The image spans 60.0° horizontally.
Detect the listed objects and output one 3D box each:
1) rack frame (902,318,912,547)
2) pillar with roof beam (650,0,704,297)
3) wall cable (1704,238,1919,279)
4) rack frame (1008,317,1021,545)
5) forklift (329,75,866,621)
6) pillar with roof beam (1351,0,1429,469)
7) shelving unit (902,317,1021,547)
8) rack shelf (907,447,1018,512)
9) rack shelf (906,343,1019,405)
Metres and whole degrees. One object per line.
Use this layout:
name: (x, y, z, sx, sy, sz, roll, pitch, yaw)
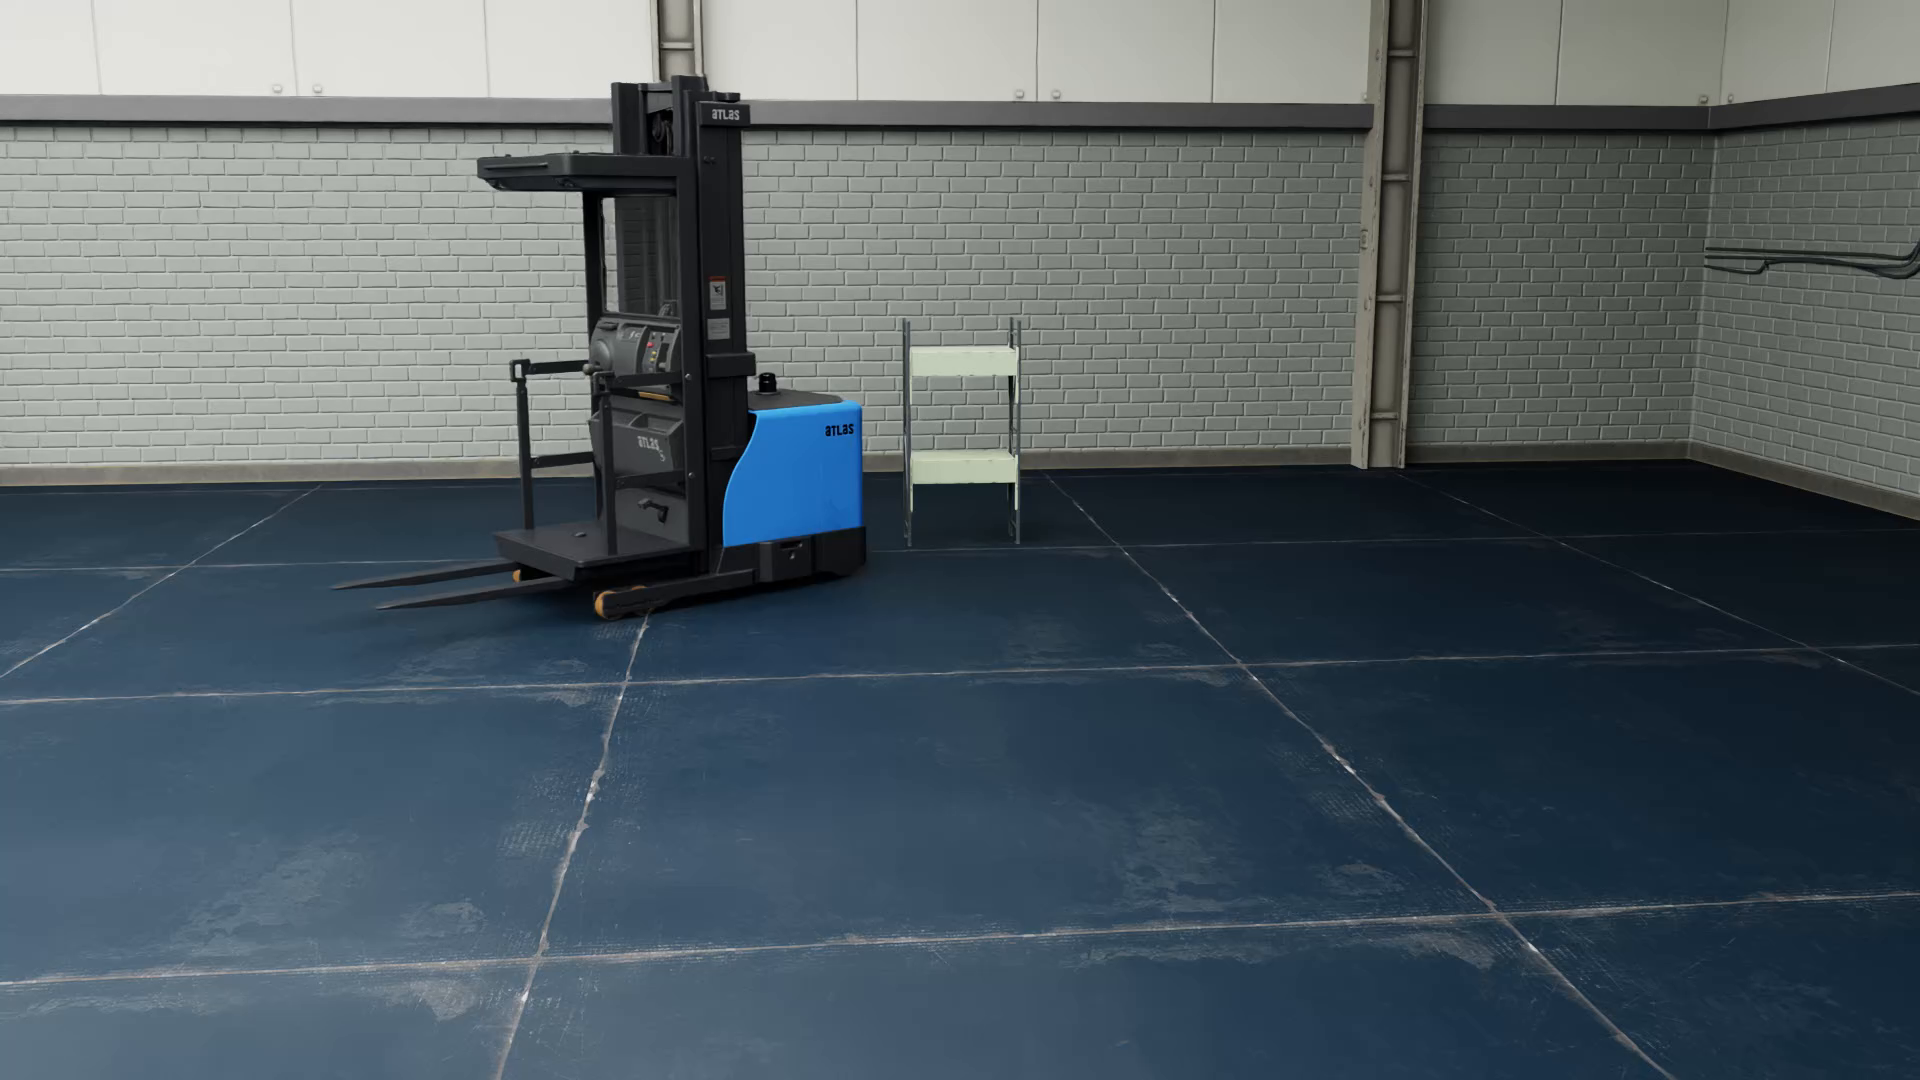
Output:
rack frame: (-0.357, -0.728, 11.185, 0.023, 1.500, 0.400, -1, 11, -6)
pillar with roof beam: (-1.810, -4.122, 9.005, 0.400, 9.000, 9.100, -1, 11, -6)
wall cable: (6.762, -3.356, 13.162, 0.112, 2.526, 3.097, -1, 11, -6)
rack frame: (0.370, -0.744, 11.263, 0.023, 1.500, 0.400, -1, 11, -6)
forklift: (-2.027, -1.110, 9.415, 3.031, 2.935, 1.130, -9, 15, -40)
pillar with roof beam: (4.155, -4.247, 9.641, 0.400, 9.000, 9.100, -1, 11, -6)
shelving unit: (0.007, -0.736, 11.224, 0.755, 1.500, 0.431, -1, 11, -6)
rack shelf: (0.007, -0.416, 11.287, 0.720, 0.370, 0.431, -1, 11, -6)
rack shelf: (0.007, -1.119, 11.149, 0.720, 0.370, 0.431, -1, 11, -6)
